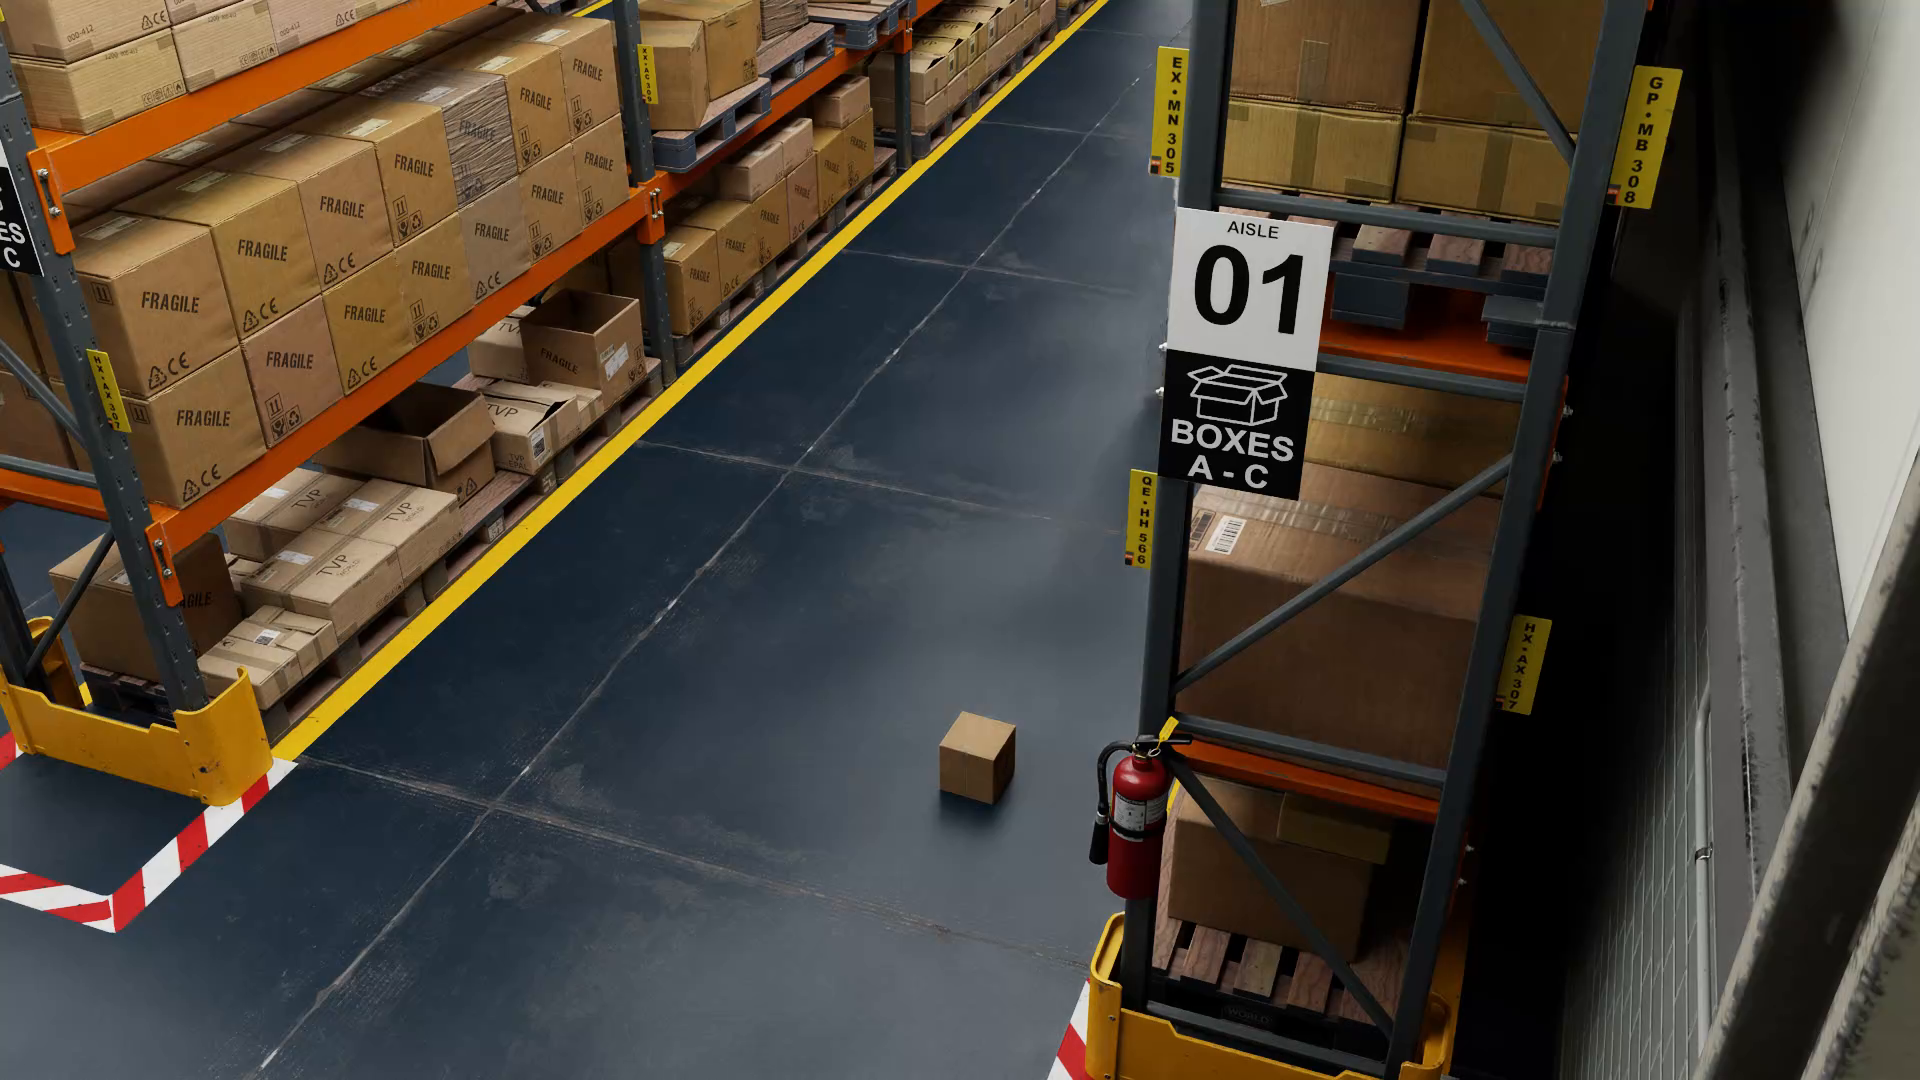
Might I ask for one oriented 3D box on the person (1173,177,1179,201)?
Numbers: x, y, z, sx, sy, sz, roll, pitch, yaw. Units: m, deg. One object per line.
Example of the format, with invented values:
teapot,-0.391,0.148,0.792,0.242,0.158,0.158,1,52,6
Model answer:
person,1.650,-2.197,10.554,0.555,1.741,1.035,12,35,17
